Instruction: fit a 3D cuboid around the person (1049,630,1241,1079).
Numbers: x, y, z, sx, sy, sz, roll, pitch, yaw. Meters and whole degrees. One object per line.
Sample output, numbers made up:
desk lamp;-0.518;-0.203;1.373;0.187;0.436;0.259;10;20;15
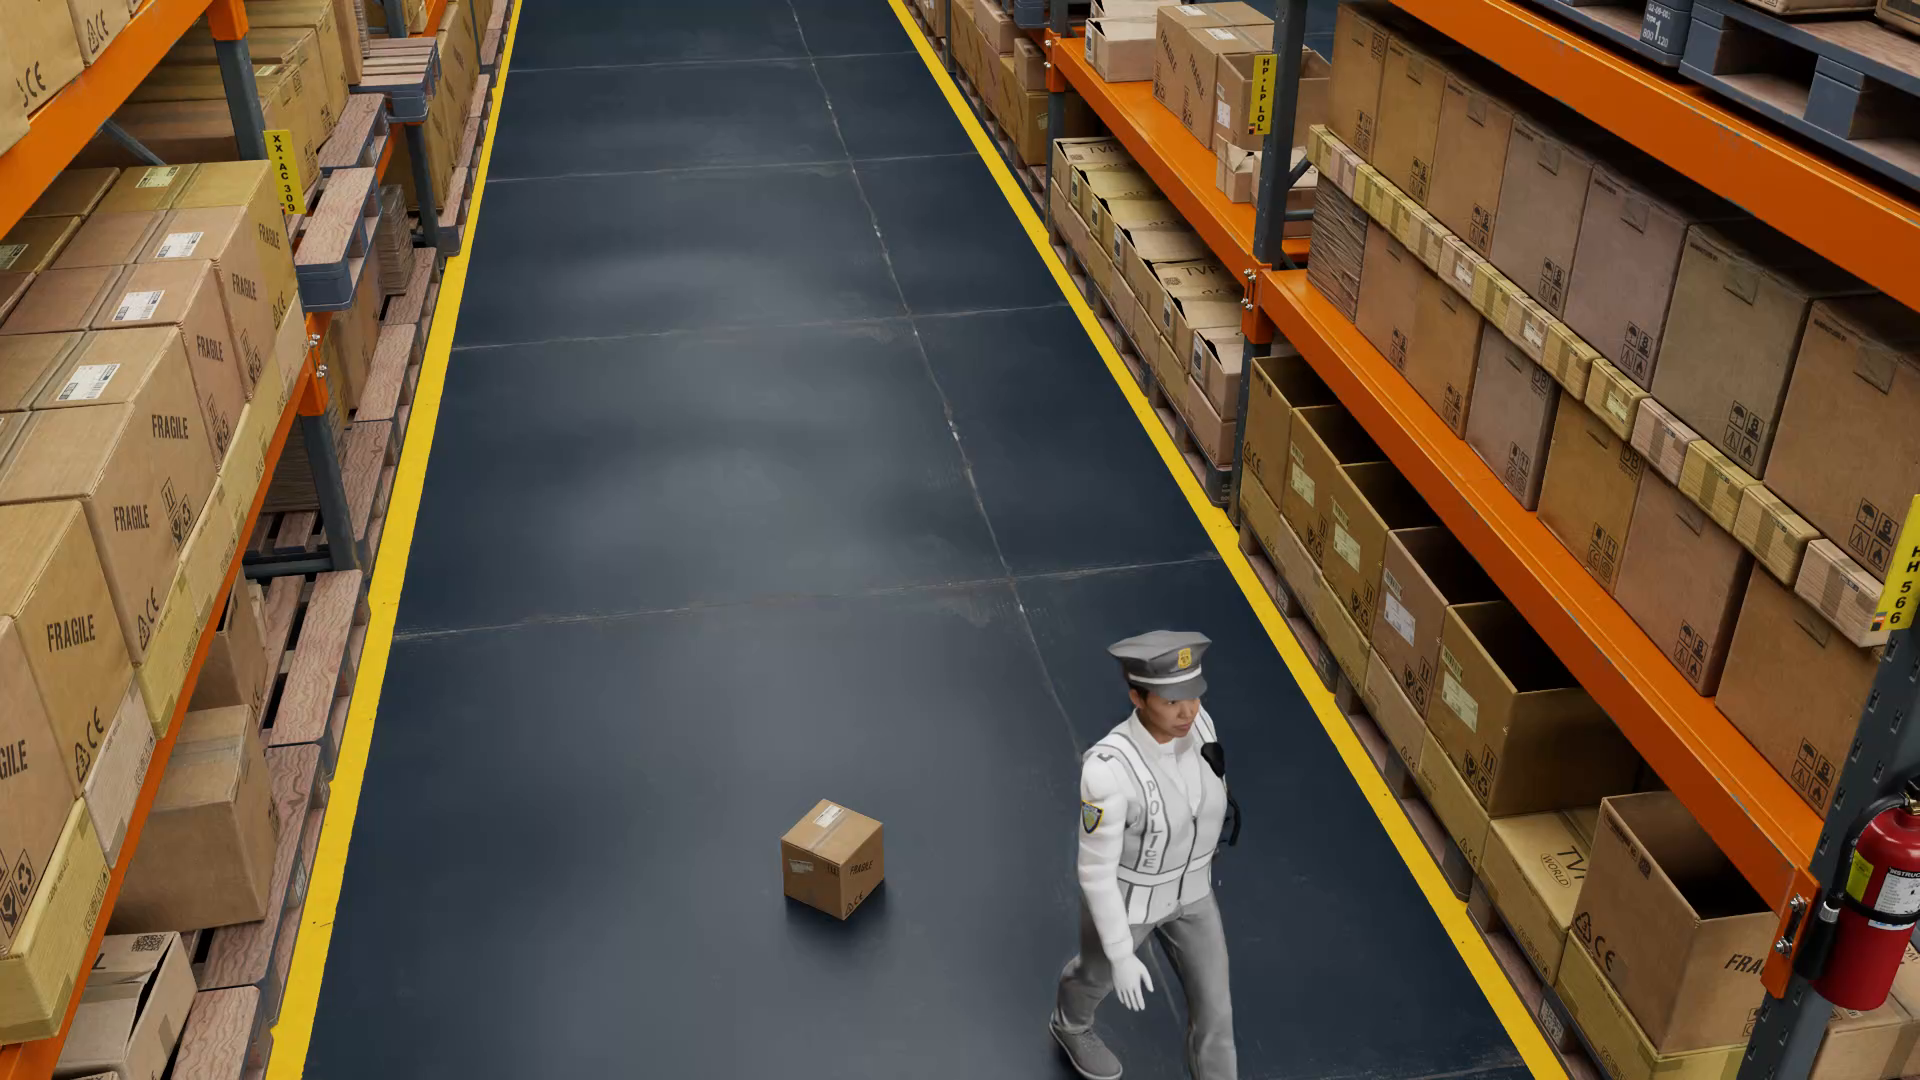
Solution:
person;0.551;0.987;4.429;0.533;1.667;0.877;-19;36;-28
